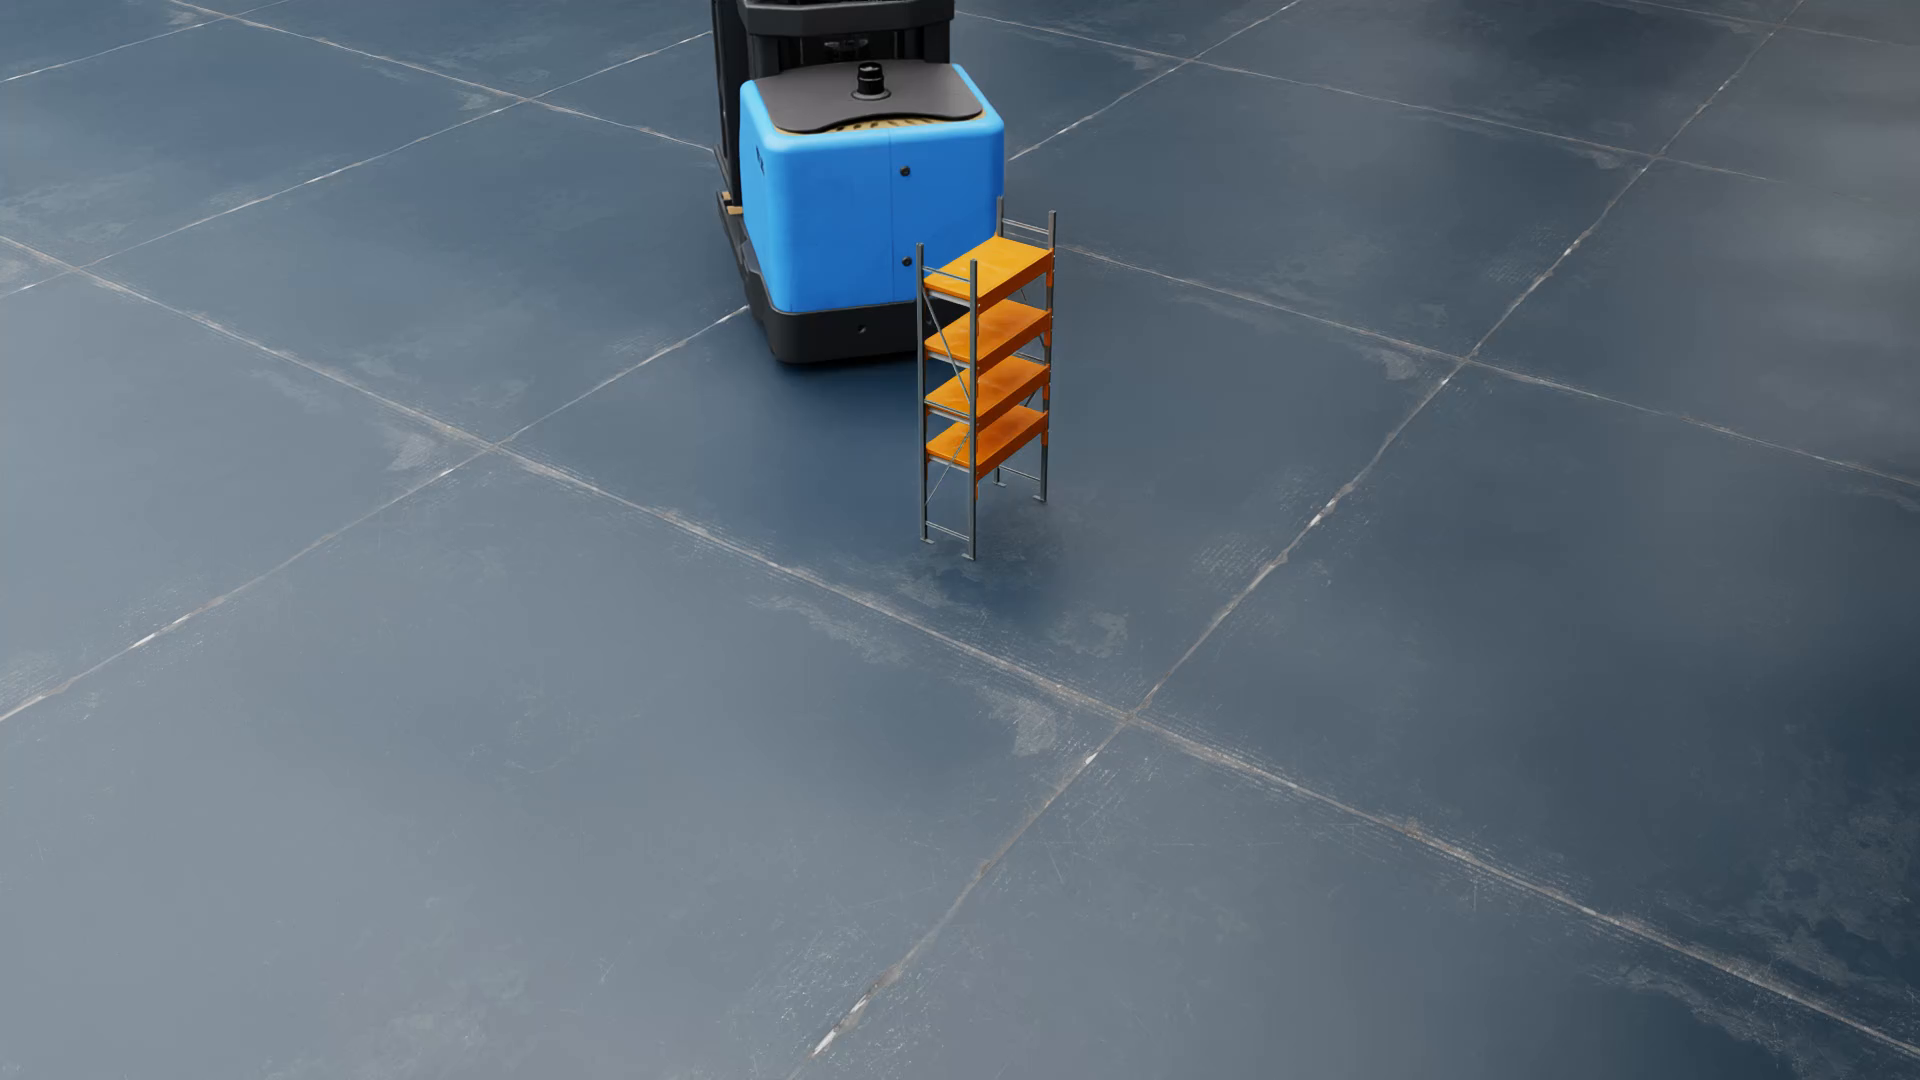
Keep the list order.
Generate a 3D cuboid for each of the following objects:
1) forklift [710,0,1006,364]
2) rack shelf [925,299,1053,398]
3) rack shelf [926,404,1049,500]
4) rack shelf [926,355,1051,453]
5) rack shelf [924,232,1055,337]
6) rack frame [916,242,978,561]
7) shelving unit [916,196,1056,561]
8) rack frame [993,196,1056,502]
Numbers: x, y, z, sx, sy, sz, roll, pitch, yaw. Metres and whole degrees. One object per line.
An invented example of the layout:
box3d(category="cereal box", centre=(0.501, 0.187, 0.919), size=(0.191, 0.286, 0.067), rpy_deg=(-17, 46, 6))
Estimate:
box3d(category="forklift", centre=(-0.648, -2.806, 7.782), size=(1.130, 2.935, 3.031), rpy_deg=(-8, 35, -12))
box3d(category="rack shelf", centre=(0.094, -0.703, 5.939), size=(0.258, 0.148, 0.480), rpy_deg=(21, 39, 28))
box3d(category="rack shelf", centre=(0.094, -0.353, 6.175), size=(0.258, 0.148, 0.480), rpy_deg=(21, 39, 28))
box3d(category="rack shelf", centre=(0.094, -0.517, 6.064), size=(0.258, 0.148, 0.480), rpy_deg=(21, 39, 28))
box3d(category="rack shelf", centre=(0.094, -0.899, 5.806), size=(0.258, 0.148, 0.480), rpy_deg=(21, 39, 28))
box3d(category="rack frame", centre=(-0.045, -0.461, 5.860), size=(0.240, 1.200, 0.015), rpy_deg=(21, 39, 28))
box3d(category="shelving unit", centre=(0.094, -0.573, 6.027), size=(0.258, 1.200, 0.503), rpy_deg=(21, 39, 28))
box3d(category="rack frame", centre=(0.233, -0.686, 6.193), size=(0.240, 1.200, 0.015), rpy_deg=(21, 39, 28))
